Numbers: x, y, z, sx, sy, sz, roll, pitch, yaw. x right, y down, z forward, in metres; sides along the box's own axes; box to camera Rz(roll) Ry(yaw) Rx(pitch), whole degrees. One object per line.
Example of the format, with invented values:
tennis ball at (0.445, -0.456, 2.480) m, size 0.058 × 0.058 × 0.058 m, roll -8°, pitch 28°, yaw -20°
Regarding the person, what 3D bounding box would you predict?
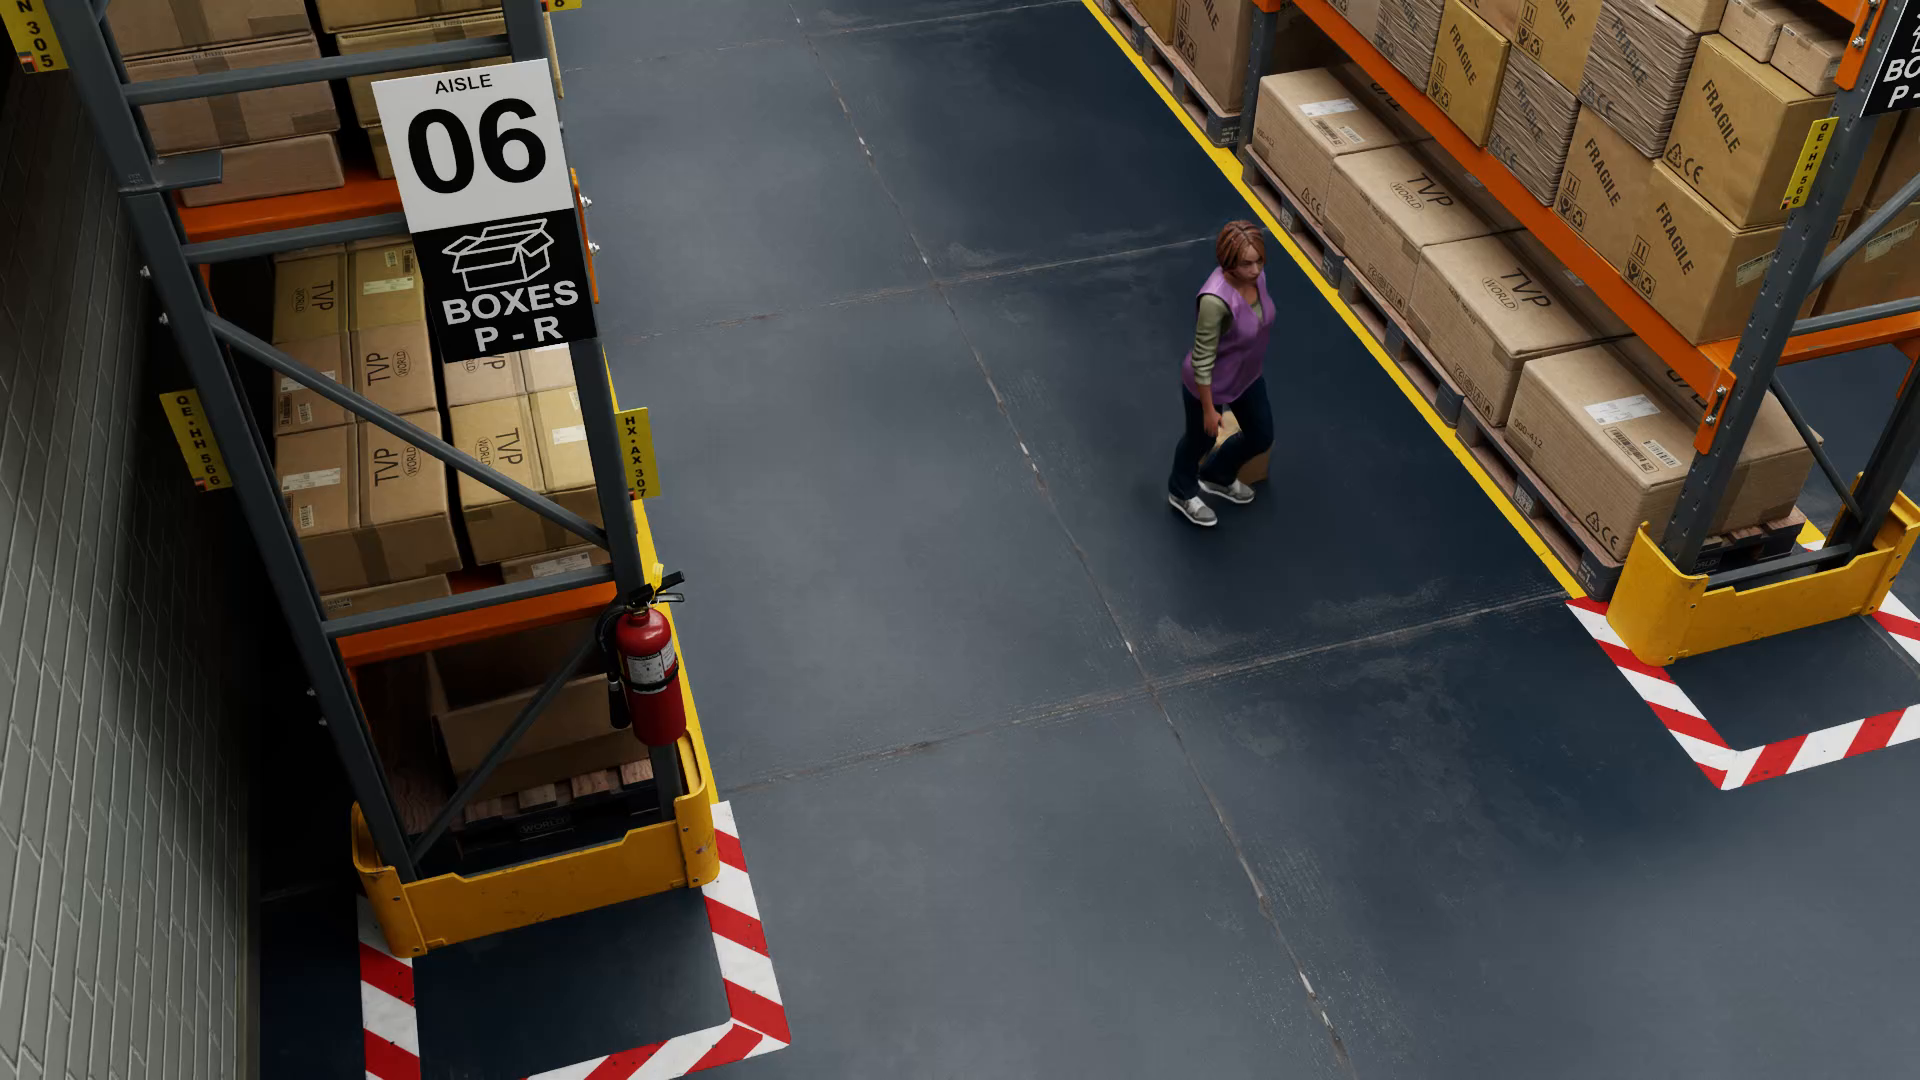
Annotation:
person at (1.080, -0.670, 6.866) m, size 0.439 × 1.585 × 0.522 m, roll 33°, pitch 52°, yaw 30°
